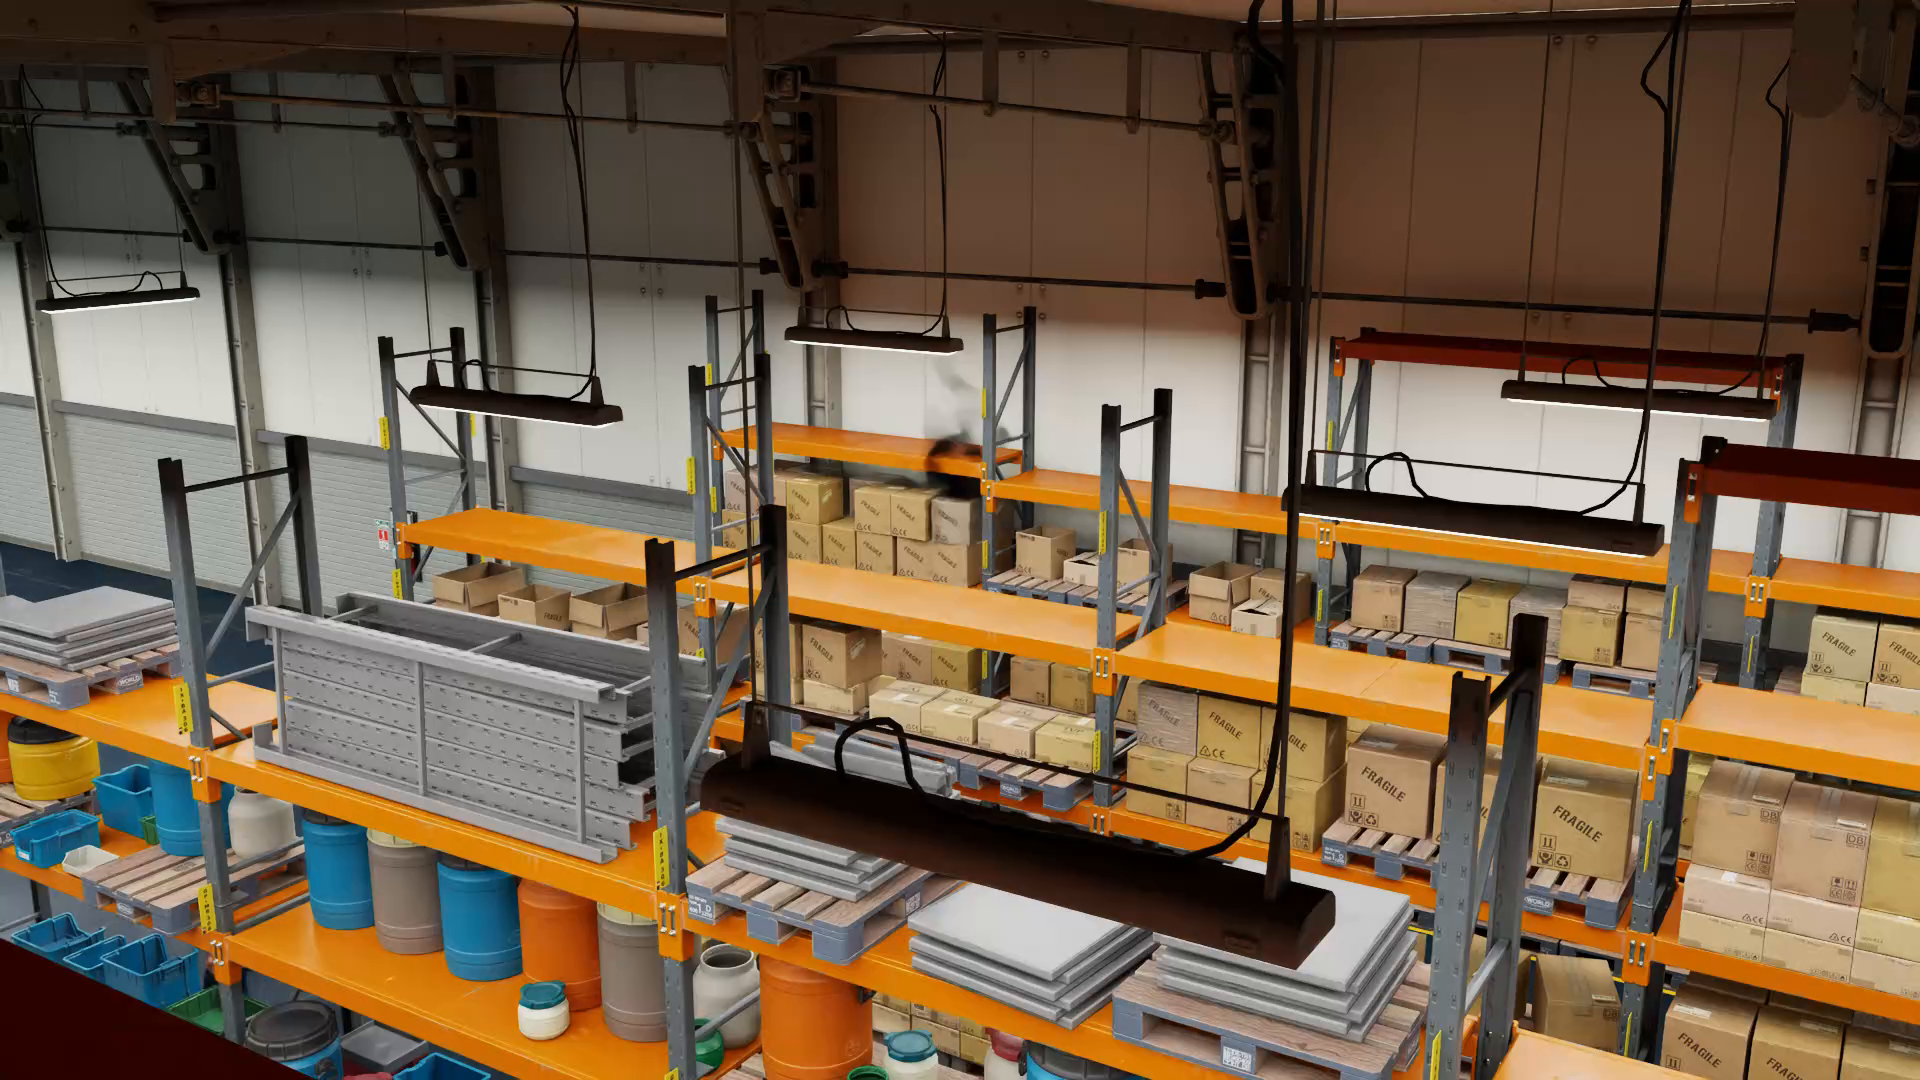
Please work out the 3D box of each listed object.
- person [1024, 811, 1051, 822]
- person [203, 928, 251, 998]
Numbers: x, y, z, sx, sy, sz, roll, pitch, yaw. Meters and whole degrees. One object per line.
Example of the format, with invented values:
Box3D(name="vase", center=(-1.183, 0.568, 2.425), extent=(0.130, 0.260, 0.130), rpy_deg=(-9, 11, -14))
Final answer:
Box3D(name="person", center=(0.711, 3.364, 16.123), extent=(0.875, 1.669, 0.624), rpy_deg=(9, 16, 31))
Box3D(name="person", center=(-6.425, 3.768, 14.619), extent=(0.709, 1.634, 0.523), rpy_deg=(7, 15, 26))
